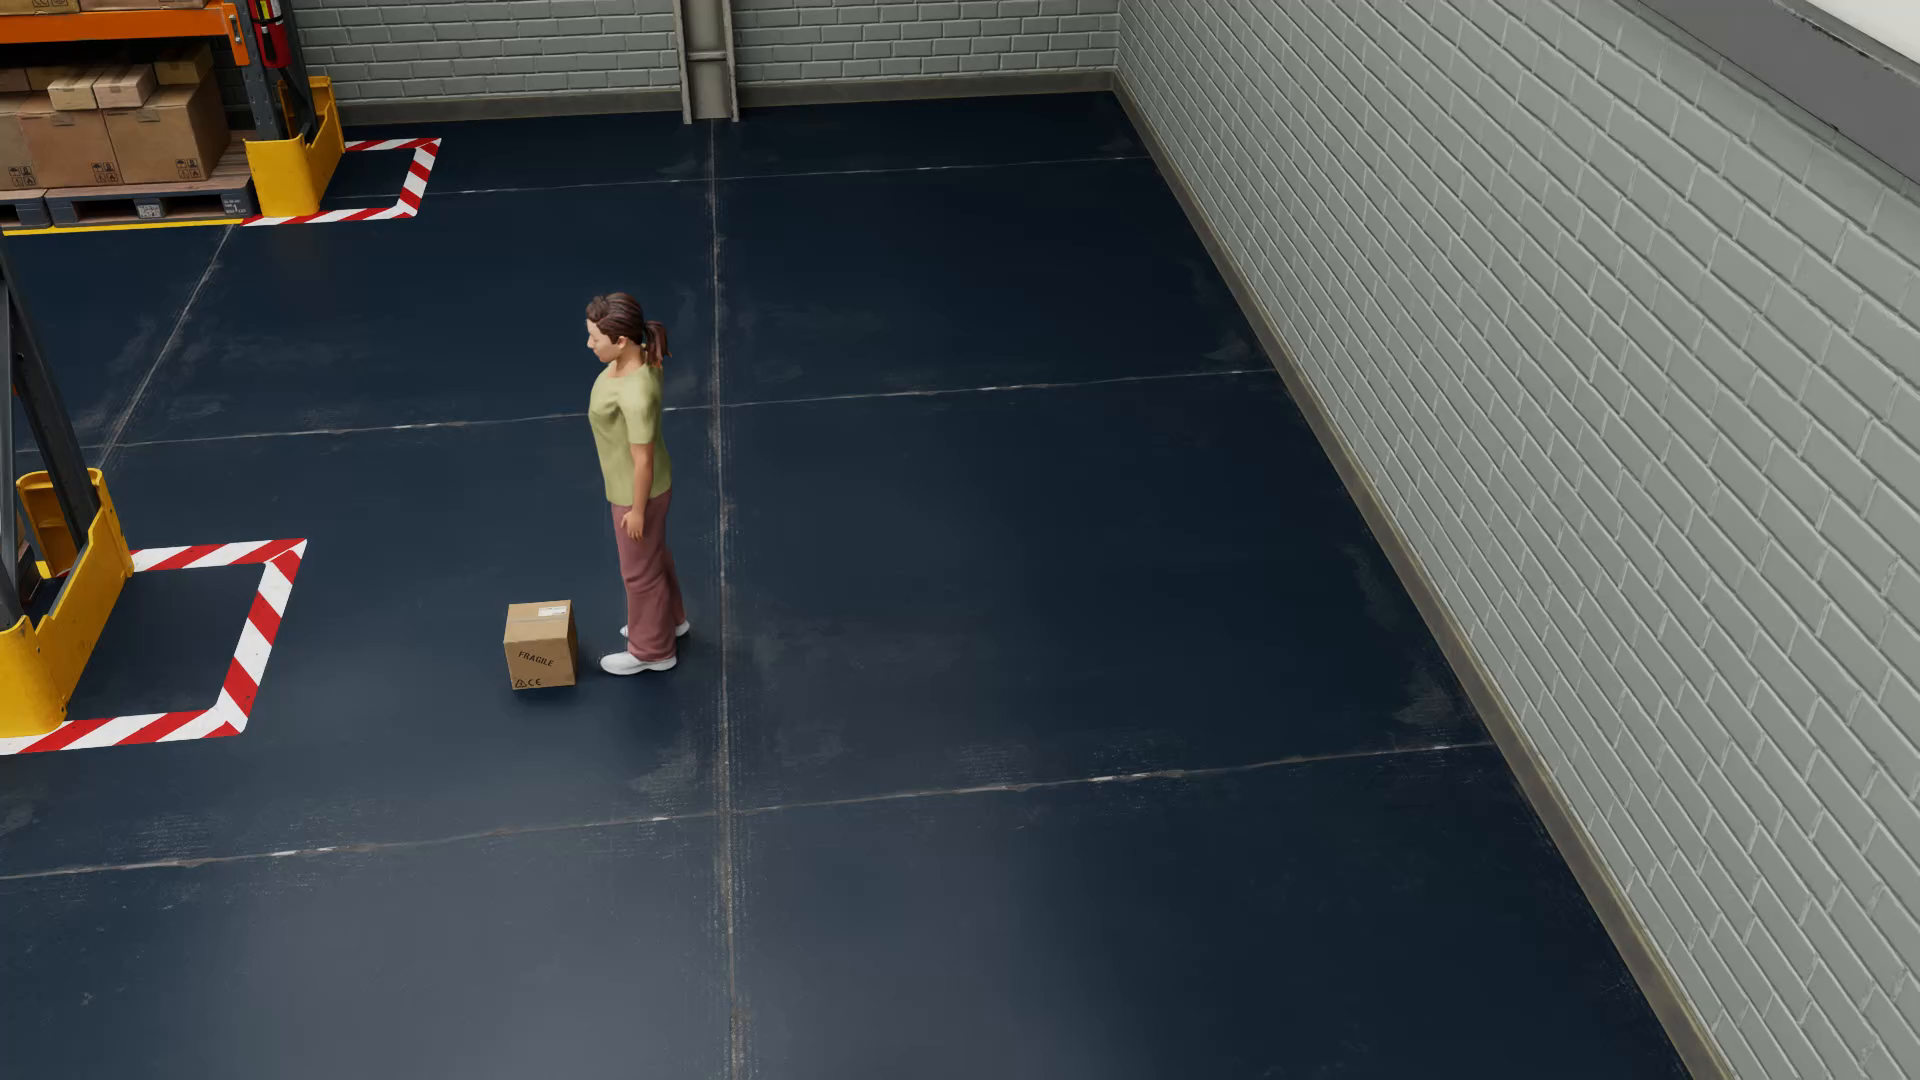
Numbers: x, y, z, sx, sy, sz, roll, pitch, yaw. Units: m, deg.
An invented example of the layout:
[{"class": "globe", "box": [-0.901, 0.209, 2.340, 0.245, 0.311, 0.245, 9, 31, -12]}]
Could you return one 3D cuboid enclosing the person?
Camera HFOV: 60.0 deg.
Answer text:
[{"class": "person", "box": [-1.265, -0.188, 6.425, 0.433, 1.715, 0.478, -5, 35, -7]}]
